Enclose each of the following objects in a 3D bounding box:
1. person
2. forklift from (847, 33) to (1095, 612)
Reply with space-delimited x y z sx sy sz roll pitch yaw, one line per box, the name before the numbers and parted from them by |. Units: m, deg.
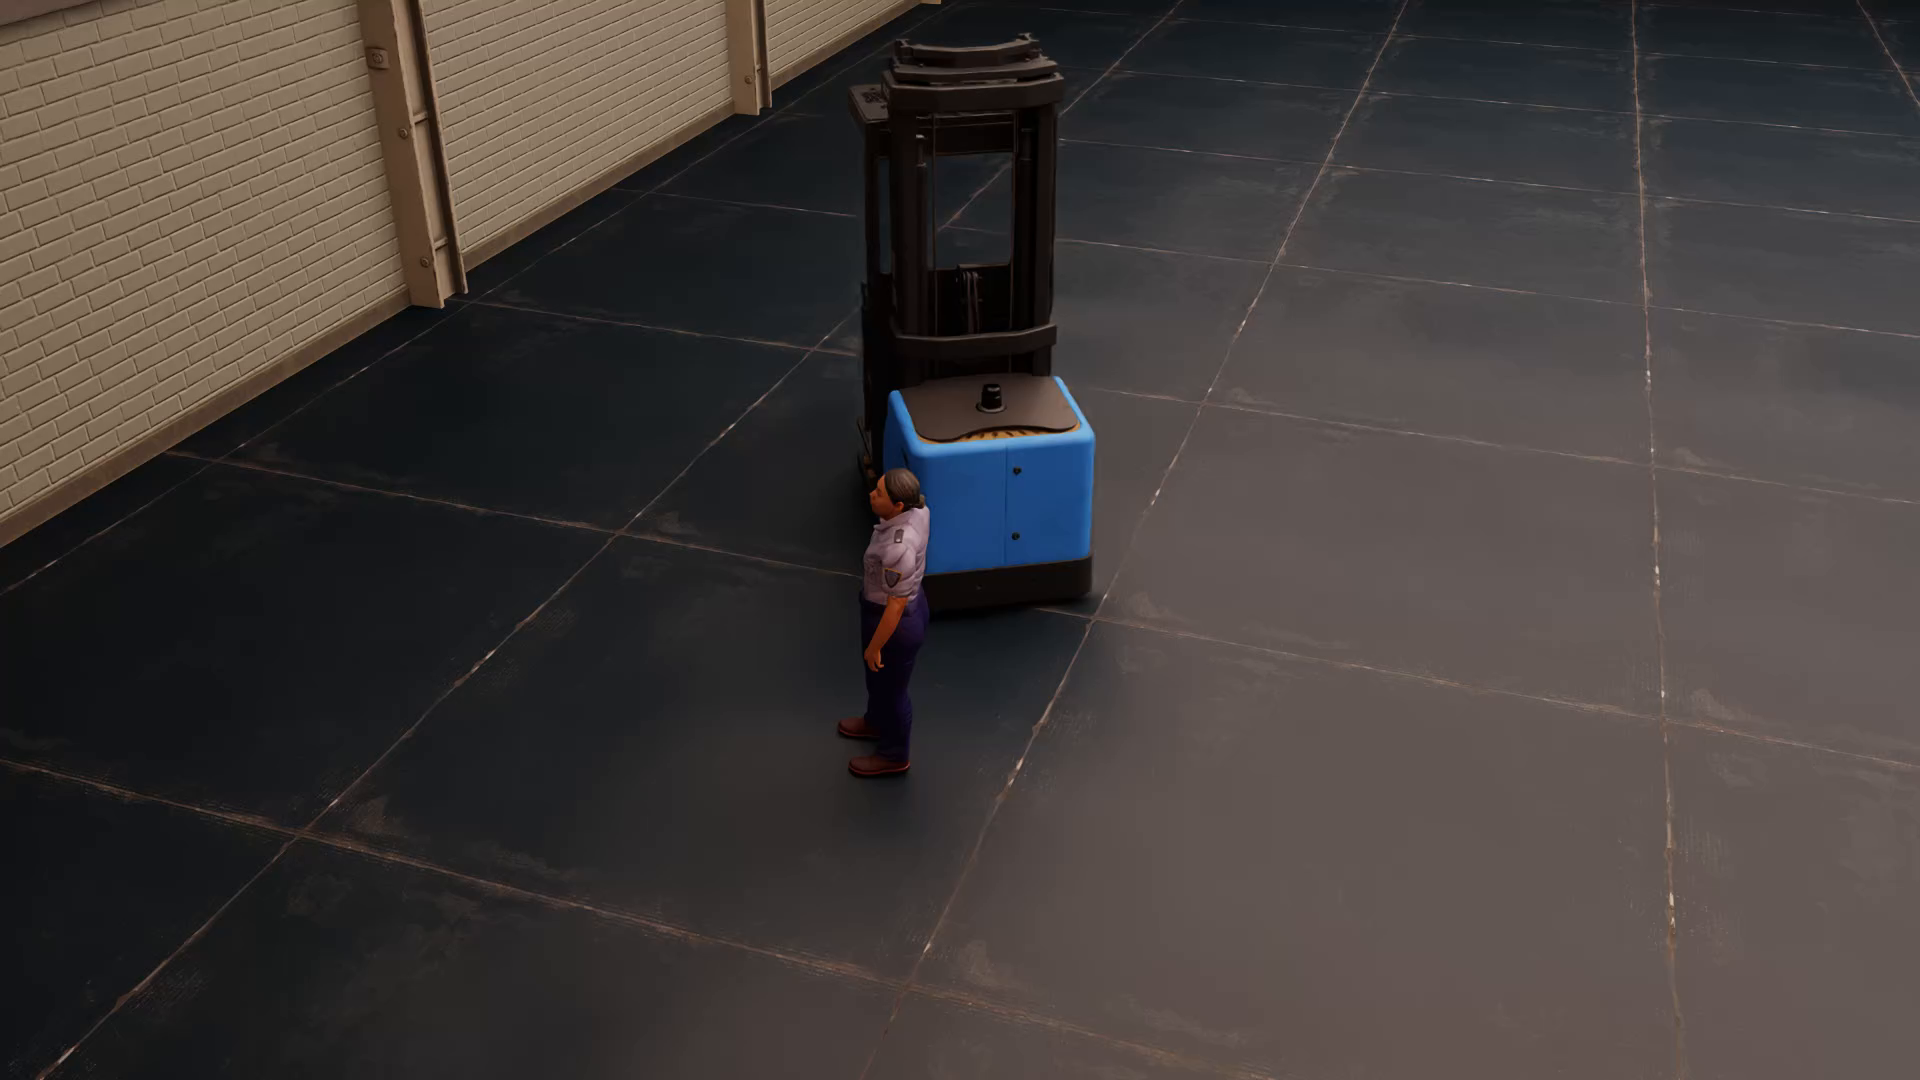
person | -0.399 0.376 7.768 0.504 1.642 0.595 4 30 7
forklift | -0.045 -1.586 9.918 1.130 2.935 3.031 -6 30 -10
